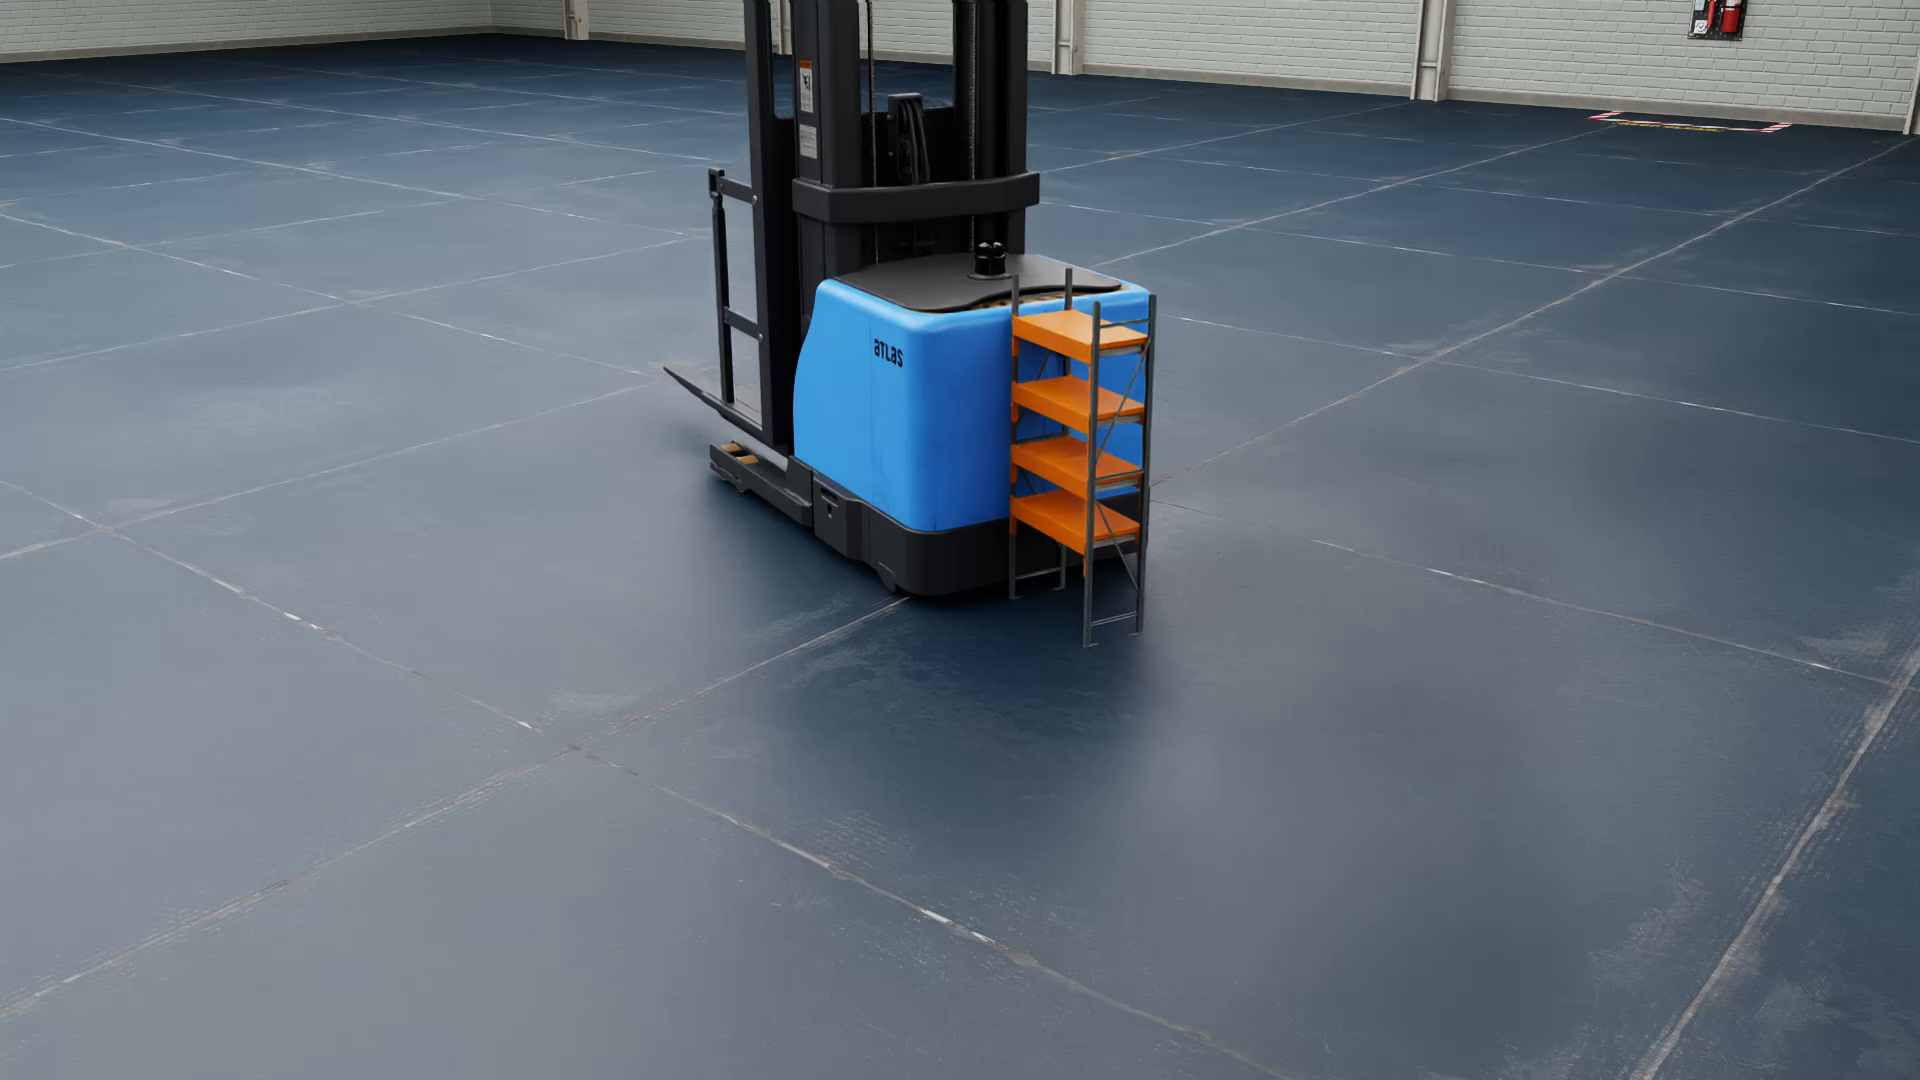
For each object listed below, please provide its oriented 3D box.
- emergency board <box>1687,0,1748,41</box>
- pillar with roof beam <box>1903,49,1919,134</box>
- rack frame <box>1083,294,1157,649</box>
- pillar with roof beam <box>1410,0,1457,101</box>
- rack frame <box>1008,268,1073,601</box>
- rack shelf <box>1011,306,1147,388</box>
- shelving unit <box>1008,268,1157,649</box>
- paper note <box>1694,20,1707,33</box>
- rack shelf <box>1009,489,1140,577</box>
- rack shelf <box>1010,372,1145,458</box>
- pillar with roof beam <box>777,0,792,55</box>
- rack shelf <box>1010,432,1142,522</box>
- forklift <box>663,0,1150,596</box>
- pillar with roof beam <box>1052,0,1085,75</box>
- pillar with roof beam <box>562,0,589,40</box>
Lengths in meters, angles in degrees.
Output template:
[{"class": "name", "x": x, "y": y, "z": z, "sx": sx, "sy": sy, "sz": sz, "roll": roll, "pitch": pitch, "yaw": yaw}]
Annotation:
[{"class": "emergency board", "x": 9.087, "y": -6.582, "z": 19.872, "sx": 0.643, "sy": 1.169, "sz": 0.194, "roll": 16, "pitch": 26, "yaw": 36}, {"class": "pillar with roof beam", "x": 8.255, "y": -7.651, "z": 14.203, "sx": 0.400, "sy": 9.000, "sz": 9.100, "roll": 16, "pitch": 26, "yaw": 36}, {"class": "rack frame", "x": 0.529, "y": -0.213, "z": 5.531, "sx": 0.240, "sy": 1.200, "sz": 0.015, "roll": -12, "pitch": 24, "yaw": -28}, {"class": "pillar with roof beam", "x": 3.607, "y": -8.989, "z": 17.753, "sx": 0.400, "sy": 9.000, "sz": 9.100, "roll": 16, "pitch": 26, "yaw": 36}, {"class": "rack frame", "x": 0.284, "y": -0.361, "z": 5.926, "sx": 0.240, "sy": 1.200, "sz": 0.015, "roll": -12, "pitch": 24, "yaw": -28}, {"class": "rack shelf", "x": 0.406, "y": -0.655, "z": 5.590, "sx": 0.258, "sy": 0.148, "sz": 0.480, "roll": -12, "pitch": 24, "yaw": -28}, {"class": "shelving unit", "x": 0.406, "y": -0.287, "z": 5.729, "sx": 0.258, "sy": 1.200, "sz": 0.503, "roll": -12, "pitch": 24, "yaw": -28}, {"class": "paper note", "x": 8.993, "y": -6.228, "z": 20.182, "sx": 0.142, "sy": 0.148, "sz": 0.016, "roll": 16, "pitch": 26, "yaw": 36}, {"class": "rack shelf", "x": 0.406, "y": -0.038, "z": 5.823, "sx": 0.258, "sy": 0.148, "sz": 0.480, "roll": -12, "pitch": 24, "yaw": -28}, {"class": "rack shelf", "x": 0.406, "y": -0.433, "z": 5.674, "sx": 0.258, "sy": 0.148, "sz": 0.480, "roll": -12, "pitch": 24, "yaw": -28}, {"class": "pillar with roof beam", "x": -5.690, "y": -11.667, "z": 24.852, "sx": 0.400, "sy": 9.000, "sz": 9.100, "roll": 16, "pitch": 26, "yaw": 36}, {"class": "rack shelf", "x": 0.406, "y": -0.224, "z": 5.752, "sx": 0.258, "sy": 0.148, "sz": 0.480, "roll": -12, "pitch": 24, "yaw": -28}, {"class": "forklift", "x": -0.450, "y": -1.645, "z": 6.877, "sx": 1.130, "sy": 2.935, "sz": 3.031, "roll": -12, "pitch": 24, "yaw": -28}, {"class": "pillar with roof beam", "x": -1.042, "y": -10.328, "z": 21.302, "sx": 0.400, "sy": 9.000, "sz": 9.100, "roll": 16, "pitch": 26, "yaw": 36}, {"class": "pillar with roof beam", "x": -10.338, "y": -13.005, "z": 28.402, "sx": 0.400, "sy": 9.000, "sz": 9.100, "roll": 16, "pitch": 26, "yaw": 36}]
